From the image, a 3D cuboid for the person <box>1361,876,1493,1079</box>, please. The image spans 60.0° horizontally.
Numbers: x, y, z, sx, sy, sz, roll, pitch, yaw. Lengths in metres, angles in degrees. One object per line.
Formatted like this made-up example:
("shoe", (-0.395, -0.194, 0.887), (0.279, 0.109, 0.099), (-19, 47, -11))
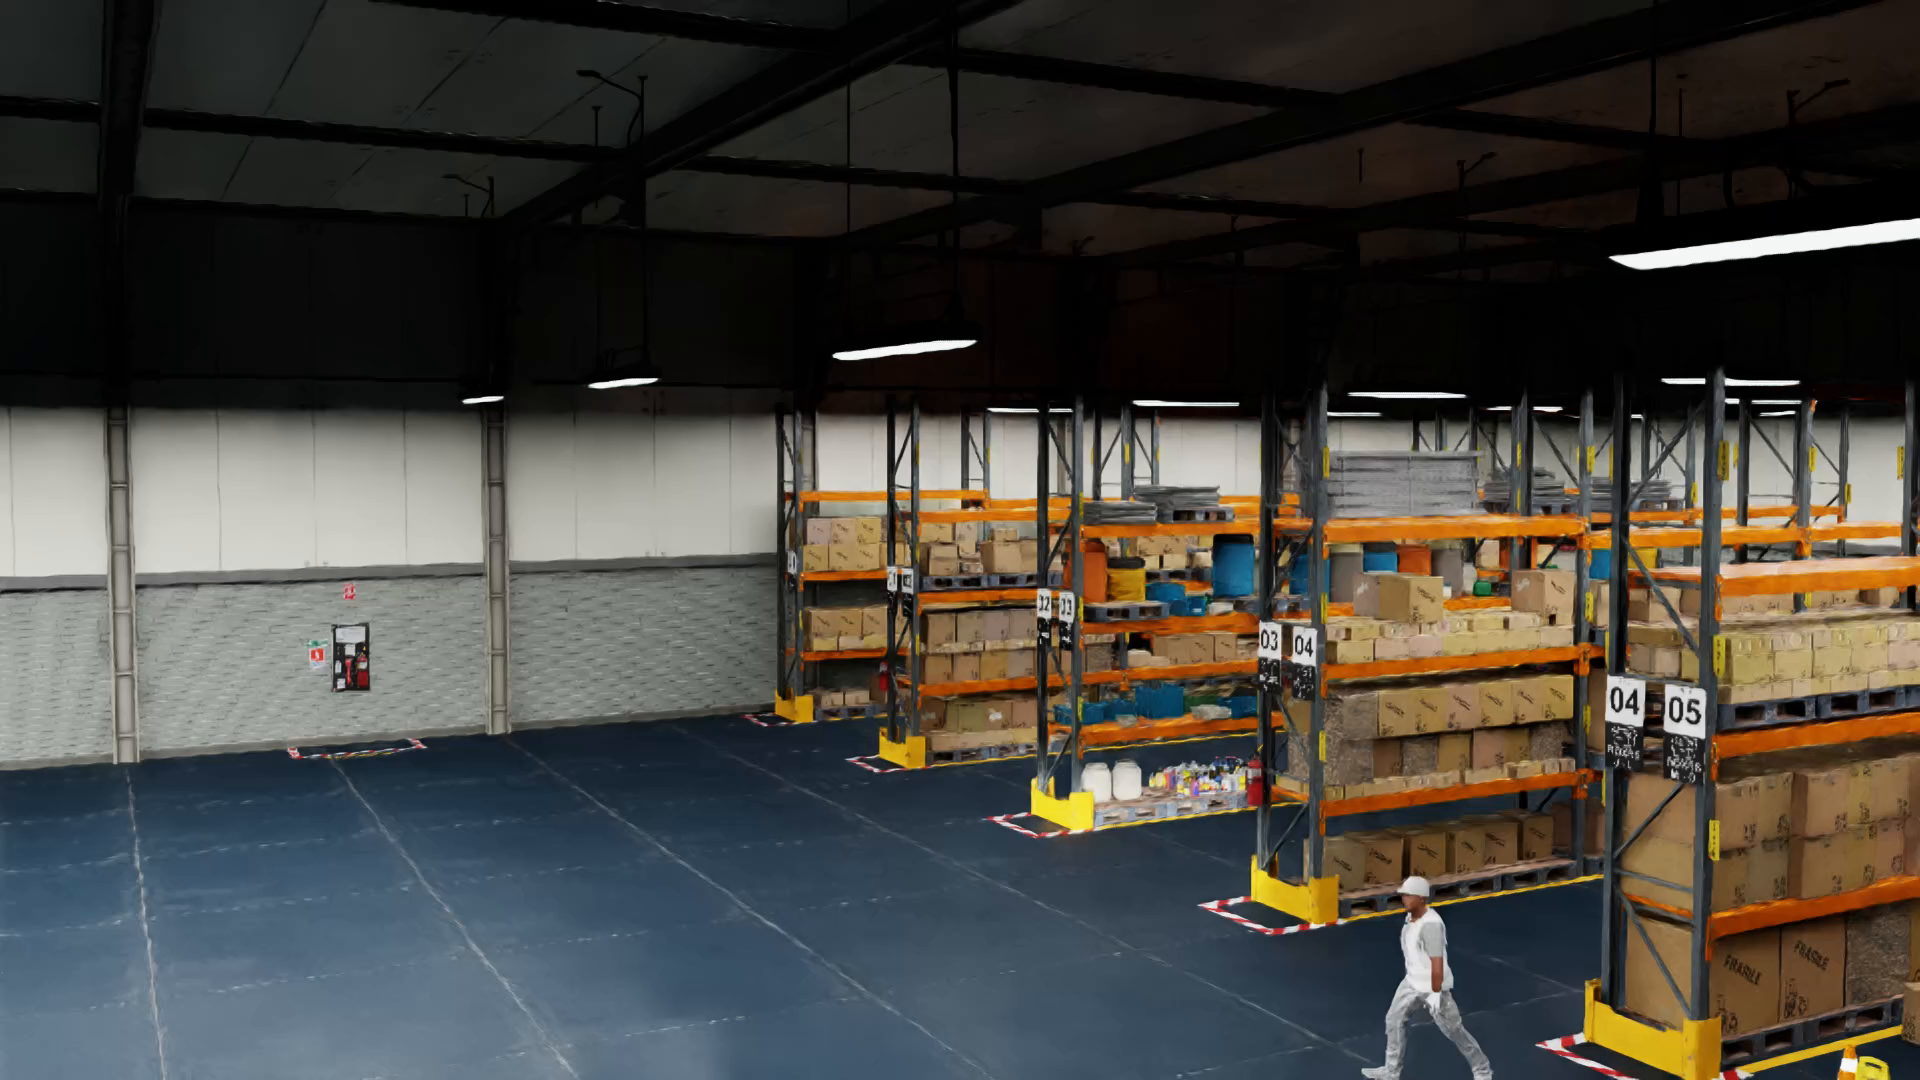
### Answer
("person", (3.766, 3.551, 13.330), (0.984, 1.731, 0.607), (0, 3, -6))
